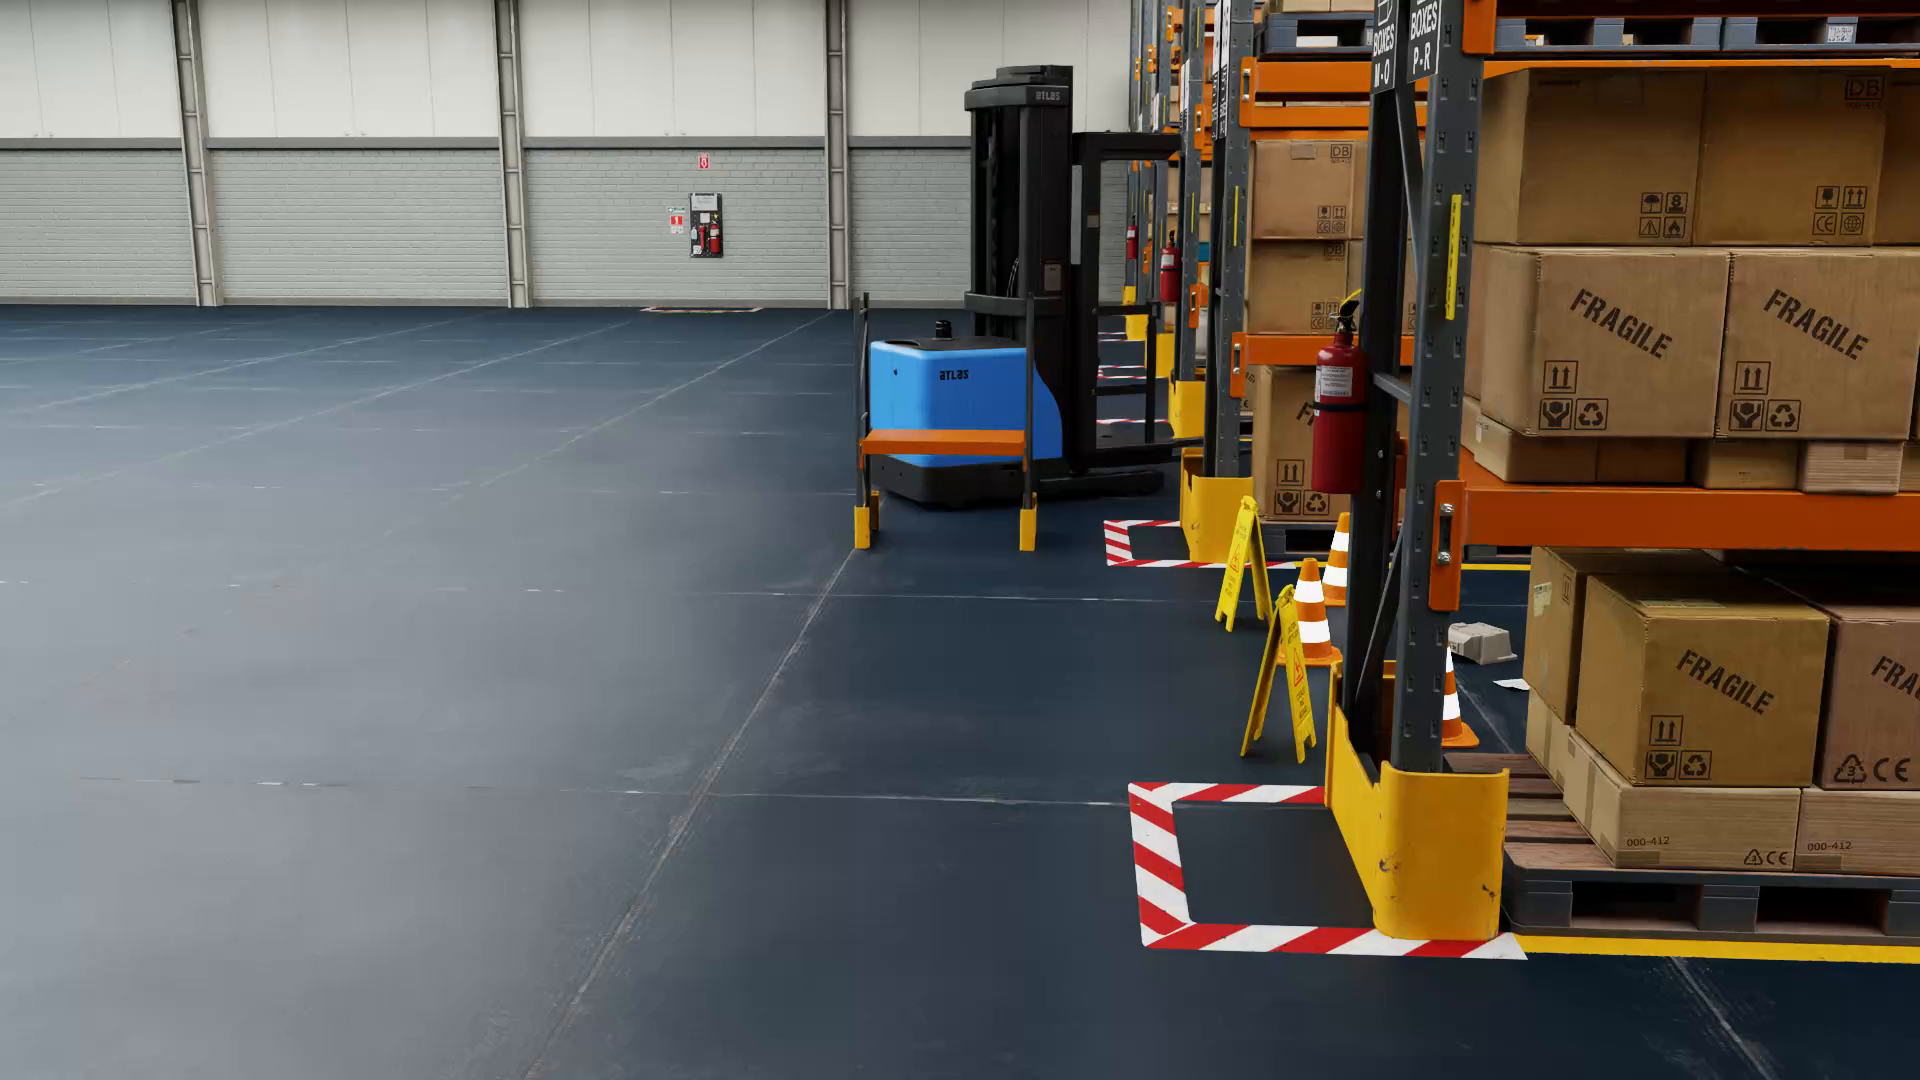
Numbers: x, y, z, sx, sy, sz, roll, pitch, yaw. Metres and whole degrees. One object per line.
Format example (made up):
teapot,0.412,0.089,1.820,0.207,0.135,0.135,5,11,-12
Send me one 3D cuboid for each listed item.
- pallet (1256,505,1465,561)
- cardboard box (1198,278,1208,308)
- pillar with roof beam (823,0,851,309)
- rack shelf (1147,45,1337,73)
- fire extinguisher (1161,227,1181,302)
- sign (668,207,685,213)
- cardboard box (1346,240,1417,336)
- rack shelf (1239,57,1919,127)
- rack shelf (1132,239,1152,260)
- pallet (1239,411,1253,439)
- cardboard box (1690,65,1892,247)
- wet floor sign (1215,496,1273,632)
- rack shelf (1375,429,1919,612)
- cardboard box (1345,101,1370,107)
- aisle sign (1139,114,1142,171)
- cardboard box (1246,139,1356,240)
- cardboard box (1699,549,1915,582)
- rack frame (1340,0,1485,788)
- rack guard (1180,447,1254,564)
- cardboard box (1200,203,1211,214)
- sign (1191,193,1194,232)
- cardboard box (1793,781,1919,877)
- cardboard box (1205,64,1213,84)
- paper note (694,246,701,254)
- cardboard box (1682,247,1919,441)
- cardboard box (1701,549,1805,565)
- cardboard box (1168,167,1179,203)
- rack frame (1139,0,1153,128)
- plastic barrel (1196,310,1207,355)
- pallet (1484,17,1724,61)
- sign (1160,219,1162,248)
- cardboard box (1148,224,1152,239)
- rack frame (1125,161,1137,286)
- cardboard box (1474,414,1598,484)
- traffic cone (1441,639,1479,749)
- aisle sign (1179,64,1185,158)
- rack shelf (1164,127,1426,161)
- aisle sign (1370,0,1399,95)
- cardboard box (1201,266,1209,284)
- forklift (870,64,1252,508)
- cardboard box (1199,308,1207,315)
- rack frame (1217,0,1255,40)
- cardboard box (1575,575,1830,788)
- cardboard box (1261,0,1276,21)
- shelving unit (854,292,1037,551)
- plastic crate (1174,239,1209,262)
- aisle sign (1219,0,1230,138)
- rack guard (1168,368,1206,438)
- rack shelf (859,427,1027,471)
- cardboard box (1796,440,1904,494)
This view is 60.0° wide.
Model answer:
pallet,2.379,-0.092,10.191,1.213,0.211,1.003,1,12,4
cardboard box,3.693,-3.655,24.272,0.500,0.500,0.500,1,12,4
pillar with roof beam,-2.517,-7.805,25.605,0.400,9.000,9.100,1,12,4
rack shelf,4.670,-6.848,23.763,4.000,0.370,1.077,1,12,4
fire extinguisher,1.925,-2.521,15.185,0.183,0.674,0.296,1,12,4
sign,-5.233,-6.094,30.692,0.331,0.109,0.001,1,12,4
cardboard box,2.500,-1.526,9.872,0.550,0.550,0.875,1,12,4
rack shelf,3.572,-2.540,9.517,4.000,0.370,1.077,1,12,4
rack shelf,4.997,-5.120,29.175,4.000,0.370,1.077,1,12,4
pallet,2.893,-1.079,14.912,1.213,0.211,1.003,1,12,4
cardboard box,2.375,-1.152,5.037,0.500,0.500,0.700,1,12,4
wet floor sign,1.415,0.105,8.191,0.232,0.644,0.267,-1,12,-6
rack shelf,3.342,-0.060,4.984,4.000,0.370,1.077,1,12,4
cardboard box,3.481,-3.786,14.079,0.500,0.250,0.500,1,12,4
aisle sign,2.588,-5.698,23.833,0.004,0.787,0.394,1,12,4
cardboard box,1.944,-2.041,9.694,0.550,0.550,0.875,1,12,4
cardboard box,2.684,0.298,5.374,0.500,0.500,0.500,1,12,6
rack frame,1.346,-0.439,5.041,0.127,3.000,1.000,1,12,4
rack guard,1.552,-0.228,10.139,0.348,0.500,1.175,1,12,4
cardboard box,3.564,-4.798,24.049,0.250,0.149,0.380,1,12,4
sign,1.972,-2.776,14.100,0.005,0.325,0.100,1,12,4
cardboard box,2.641,0.777,4.916,0.500,0.250,0.500,1,12,6
cardboard box,2.306,-4.113,14.673,0.250,0.149,0.380,1,12,4
paper note,-4.864,-5.375,30.791,0.142,0.148,0.016,1,12,4
cardboard box,2.317,-0.564,4.667,0.500,0.500,0.500,1,12,5
cardboard box,2.534,-0.034,5.380,0.250,0.149,0.380,1,12,5
cardboard box,3.192,-5.161,24.204,0.500,0.500,0.700,1,12,4
rack frame,2.674,-7.424,23.779,0.127,3.000,1.000,1,12,4
plastic barrel,3.001,-2.470,19.800,0.421,0.512,0.421,0,12,0
pallet,3.538,-2.852,9.468,1.213,0.211,1.003,1,12,4
sign,2.298,-3.499,18.991,0.005,0.325,0.100,1,12,4
cardboard box,3.467,-5.364,28.903,0.500,0.250,0.500,0,12,2
rack frame,3.001,-5.499,29.232,0.127,3.000,1.000,1,12,4
cardboard box,1.671,-0.269,4.842,0.250,0.149,0.380,1,12,4
traffic cone,1.861,0.545,6.532,0.334,0.463,0.336,1,12,4
aisle sign,1.967,-3.798,14.750,0.004,0.787,0.394,1,12,4
rack shelf,4.335,-4.564,19.192,4.000,0.370,1.077,1,12,4
aisle sign,1.304,-1.772,5.062,0.004,0.787,0.394,1,12,4
cardboard box,2.307,-2.379,14.928,0.250,0.149,0.380,1,12,4
forklift,0.889,-1.837,11.892,3.031,2.935,1.130,-6,13,-26
cardboard box,3.693,-3.288,24.351,0.500,0.250,0.500,1,12,4
rack frame,1.576,-4.388,9.267,0.127,3.000,1.000,1,12,4
cardboard box,2.156,0.402,4.879,0.500,0.500,0.500,0,12,2
cardboard box,1.931,-3.116,9.856,0.250,0.149,0.380,1,12,4
shelving unit,-0.076,-0.735,10.119,1.083,1.500,0.587,1,12,4
plastic crate,2.859,-3.457,19.831,0.616,0.251,0.499,1,12,4
aisle sign,1.485,-2.664,9.327,0.004,0.787,0.394,1,12,4
rack guard,2.084,-1.239,14.970,0.348,0.500,1.175,1,12,4
rack shelf,-0.085,-0.559,10.157,1.000,0.185,0.538,1,12,4
cardboard box,2.434,-0.235,4.681,0.250,0.149,0.380,1,12,5
